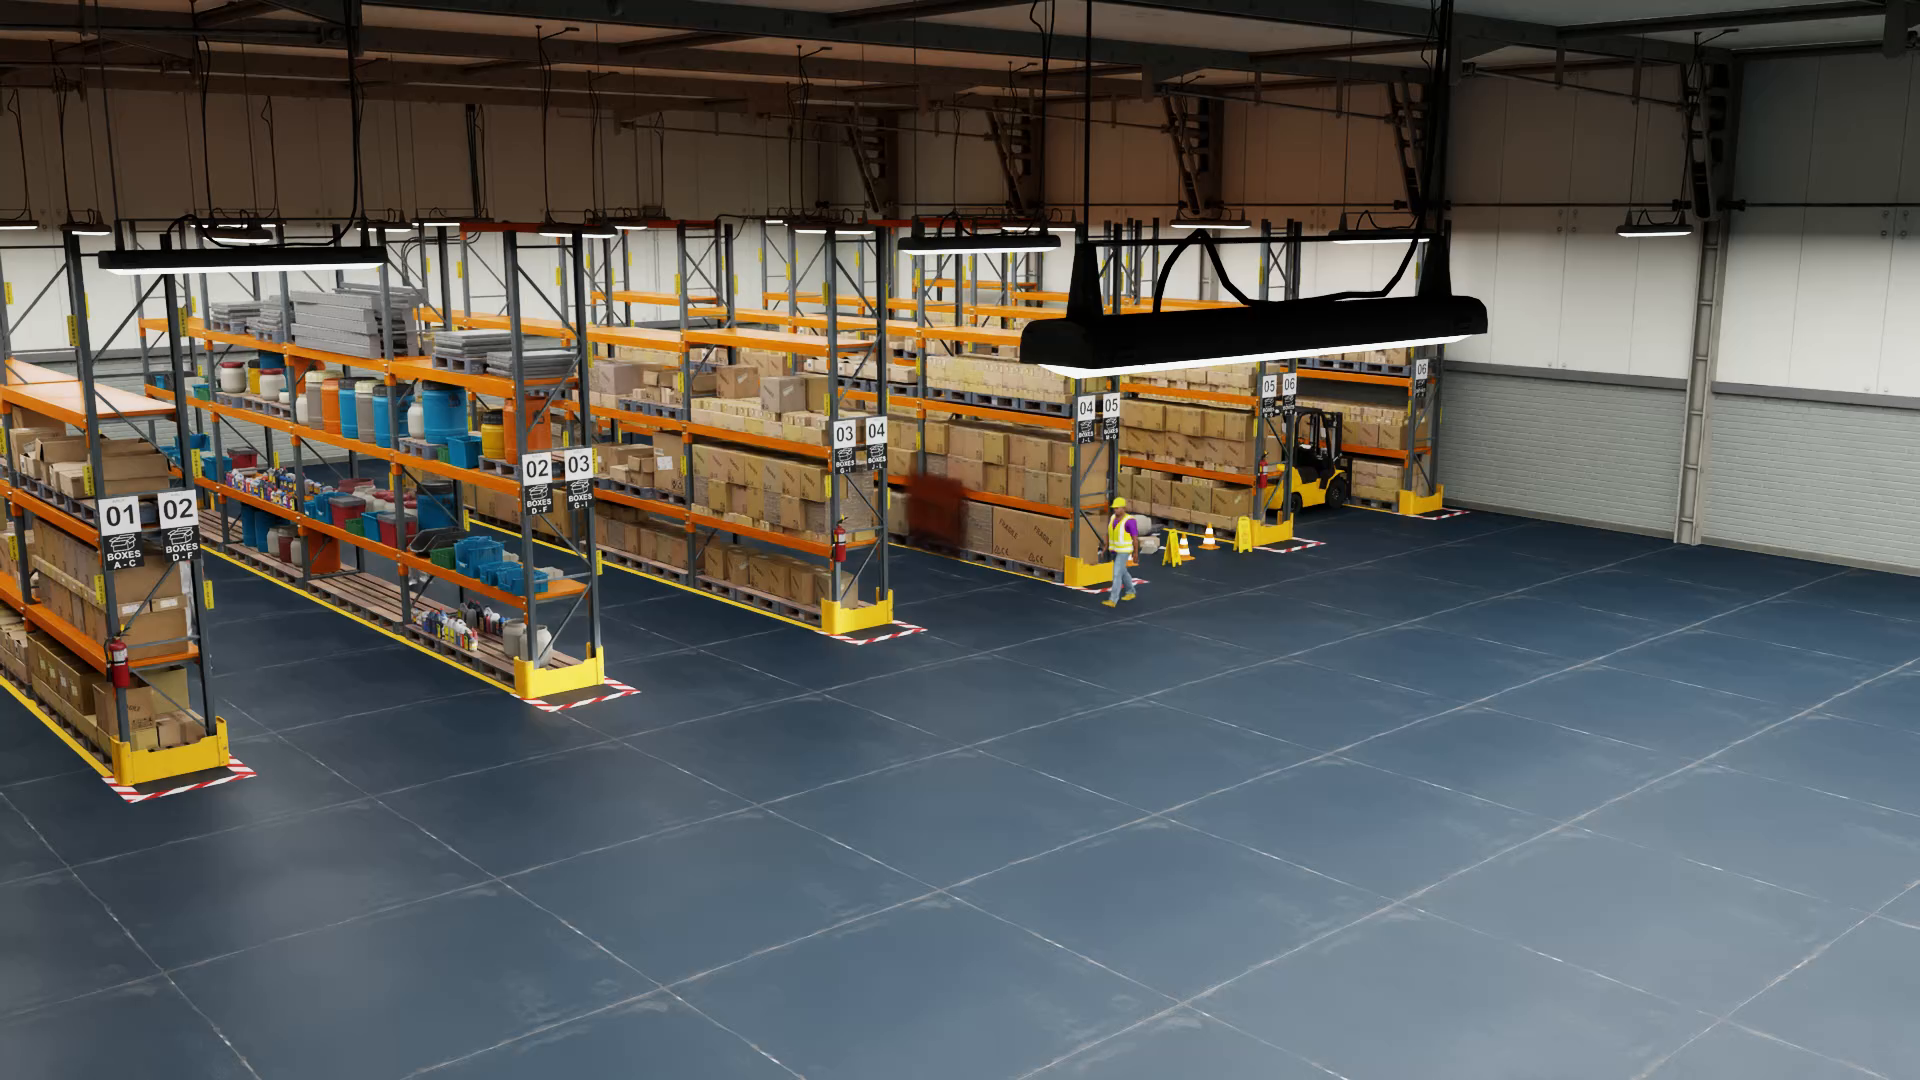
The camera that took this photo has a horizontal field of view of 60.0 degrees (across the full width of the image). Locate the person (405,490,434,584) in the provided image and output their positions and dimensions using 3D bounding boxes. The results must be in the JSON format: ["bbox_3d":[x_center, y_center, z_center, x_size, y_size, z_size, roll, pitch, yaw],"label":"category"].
[{"bbox_3d":[-9.233,-0.013,28.013,0.484,1.625,0.522,2,12,11],"label":"person"}]

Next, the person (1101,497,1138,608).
[{"bbox_3d":[2.519,0.180,26.596,0.909,1.742,0.568,-7,13,-32],"label":"person"}]

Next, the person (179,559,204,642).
[{"bbox_3d":[-11.151,0.742,23.868,0.688,1.735,0.624,10,15,42],"label":"person"}]
